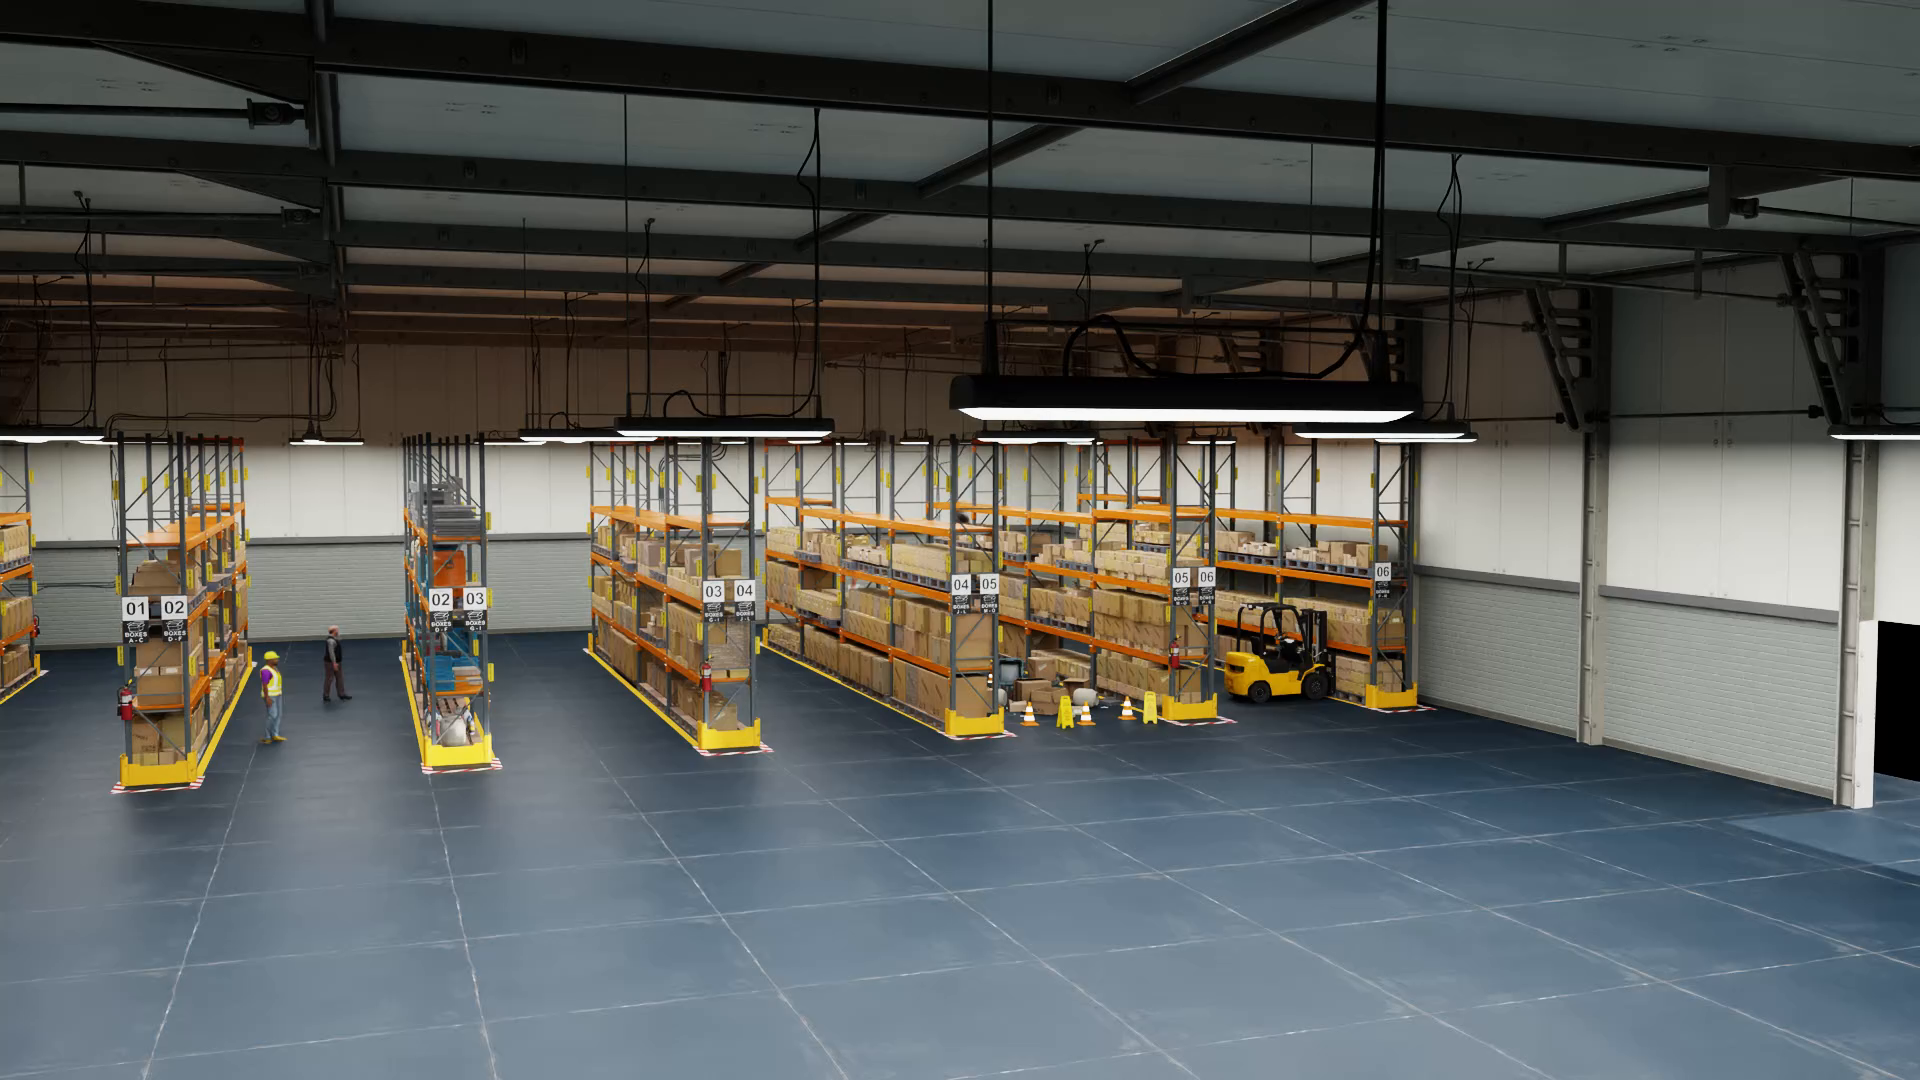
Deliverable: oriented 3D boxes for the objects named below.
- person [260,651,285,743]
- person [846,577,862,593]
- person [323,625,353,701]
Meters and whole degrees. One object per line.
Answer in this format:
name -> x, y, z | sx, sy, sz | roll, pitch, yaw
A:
person -> -13.407, 3.093, 32.467 | 0.409, 1.847, 0.629 | 0, 3, 5
person -> -3.158, 1.944, 49.184 | 0.588, 1.804, 0.414 | 2, 3, 25
person -> -14.147, 2.786, 37.646 | 0.610, 1.717, 0.552 | 0, 3, 5
